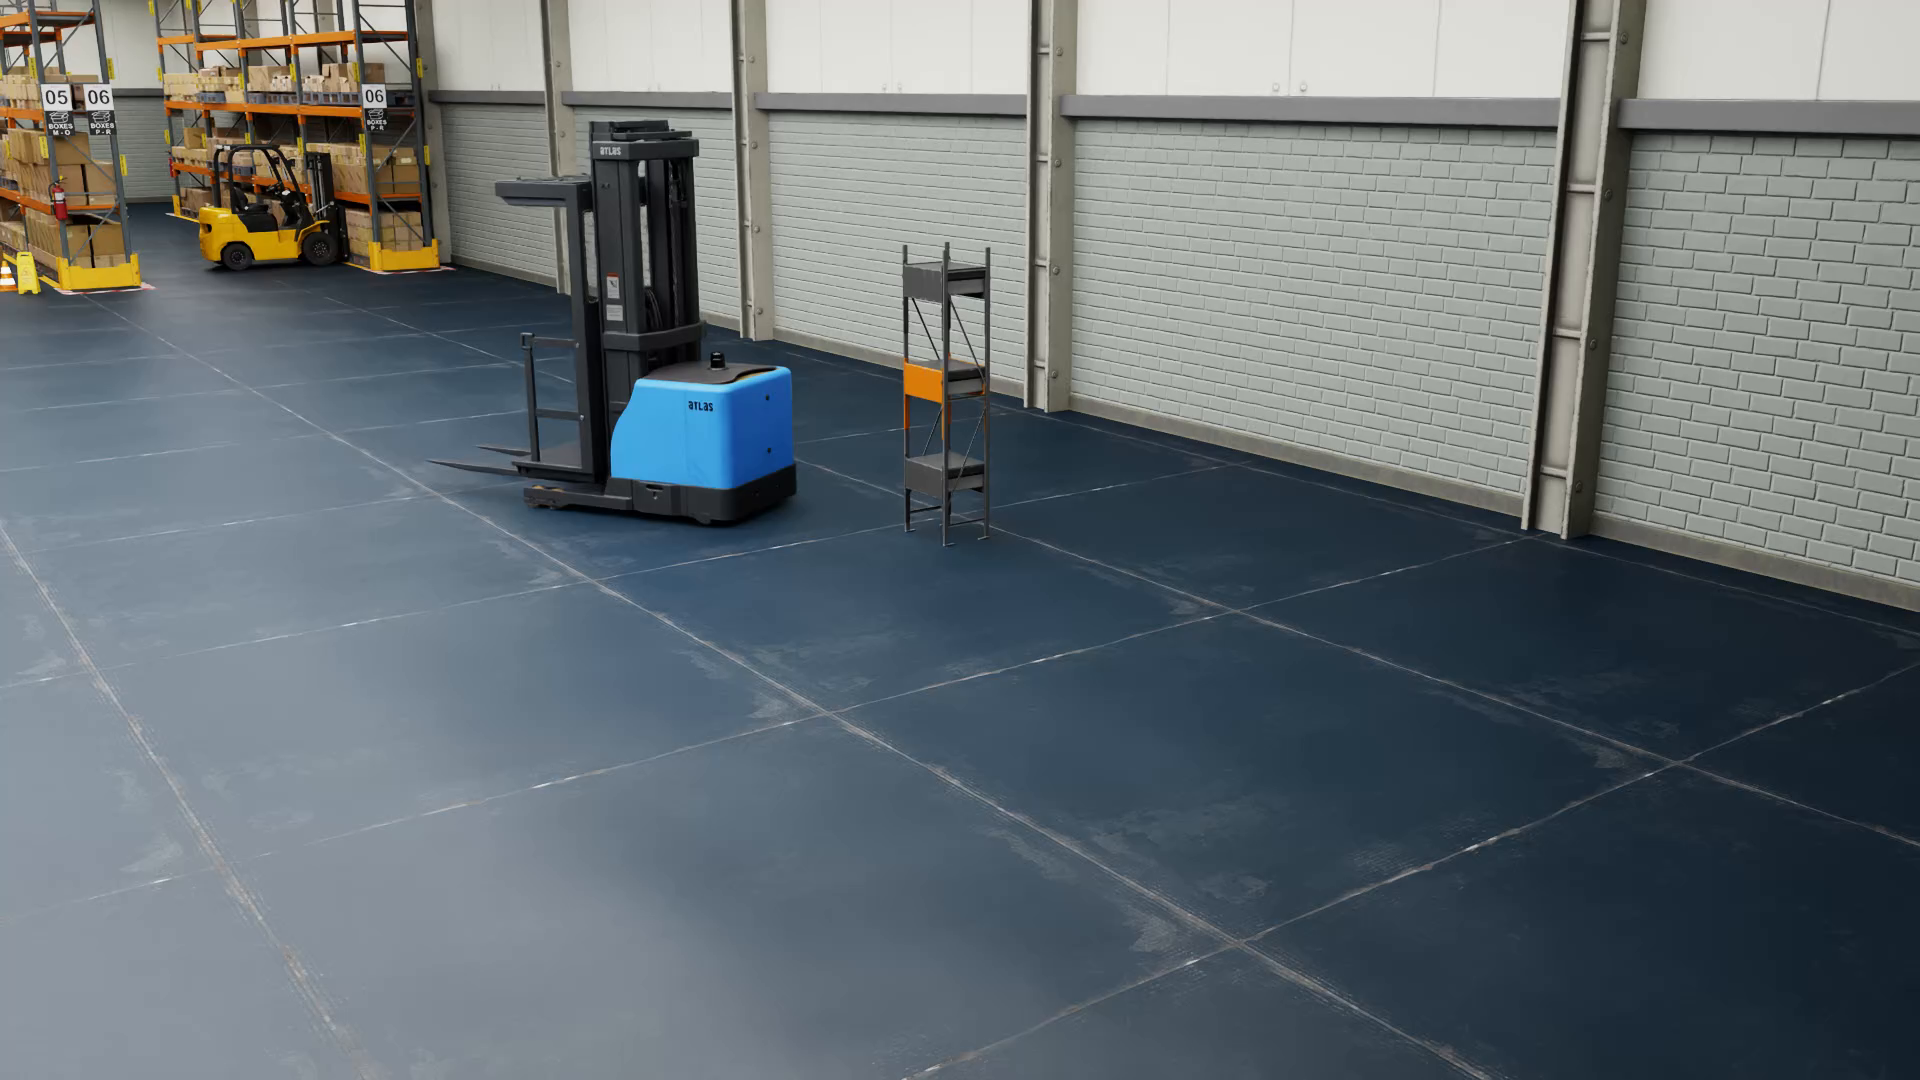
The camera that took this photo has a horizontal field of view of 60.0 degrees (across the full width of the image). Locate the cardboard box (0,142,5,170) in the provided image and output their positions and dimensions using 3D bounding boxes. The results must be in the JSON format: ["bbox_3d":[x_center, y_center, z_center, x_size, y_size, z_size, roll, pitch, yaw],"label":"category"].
[{"bbox_3d":[-17.733,-7.221,31.230,0.500,0.500,0.500,-12,19,-37],"label":"cardboard box"}]

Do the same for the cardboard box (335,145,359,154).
[{"bbox_3d":[-11.433,-7.284,31.025,0.380,0.149,0.250,-11,19,-34],"label":"cardboard box"}]

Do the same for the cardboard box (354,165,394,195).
[{"bbox_3d":[-10.513,-6.465,29.826,0.500,0.500,0.500,-11,19,-36],"label":"cardboard box"}]

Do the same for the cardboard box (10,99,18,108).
[{"bbox_3d":[-16.285,-7.591,28.924,0.380,0.149,0.250,-11,19,-34],"label":"cardboard box"}]

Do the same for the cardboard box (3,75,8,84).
[{"bbox_3d":[-16.455,-8.028,29.008,0.380,0.149,0.250,-11,19,-36],"label":"cardboard box"}]

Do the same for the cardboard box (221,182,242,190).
[{"bbox_3d":[-16.880,-8.202,38.510,0.380,0.149,0.250,-12,19,-37],"label":"cardboard box"}]

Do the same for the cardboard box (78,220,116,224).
[{"bbox_3d":[-14.600,-5.150,28.204,0.500,0.500,0.500,-12,19,-37],"label":"cardboard box"}]

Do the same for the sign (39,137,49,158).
[{"bbox_3d":[-14.485,-6.210,26.292,0.100,0.325,0.005,-11,19,-35],"label":"sign"}]

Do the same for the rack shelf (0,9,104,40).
[{"bbox_3d":[-15.200,-8.553,27.650,1.077,0.370,4.000,-11,19,-35],"label":"rack shelf"}]

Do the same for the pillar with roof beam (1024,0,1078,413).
[{"bbox_3d":[-2.591,-5.023,13.382,9.100,9.000,0.400,-11,19,-35],"label":"pillar with roof beam"}]

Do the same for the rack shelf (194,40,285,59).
[{"bbox_3d":[-15.891,-10.842,36.762,1.077,0.370,4.000,-11,19,-35],"label":"rack shelf"}]

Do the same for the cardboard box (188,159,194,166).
[{"bbox_3d":[-18.559,-9.199,40.481,0.380,0.149,0.250,-10,18,-33],"label":"cardboard box"}]

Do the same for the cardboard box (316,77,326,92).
[{"bbox_3d":[-11.736,-8.475,30.948,0.396,0.266,0.258,-11,19,-36],"label":"cardboard box"}]

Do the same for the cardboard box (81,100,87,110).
[{"bbox_3d":[-13.957,-7.028,26.866,0.380,0.149,0.250,-11,19,-34],"label":"cardboard box"}]

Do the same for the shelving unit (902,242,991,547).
[{"bbox_3d":[-0.097,-1.048,11.928,0.431,2.100,0.503,-11,19,-35],"label":"shelving unit"}]

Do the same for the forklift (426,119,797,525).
[{"bbox_3d":[-2.856,-1.768,12.983,3.031,2.935,1.130,7,17,23],"label":"forklift"}]

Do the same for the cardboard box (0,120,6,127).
[{"bbox_3d":[-21.056,-9.095,36.311,0.380,0.149,0.250,-11,19,-35],"label":"cardboard box"}]

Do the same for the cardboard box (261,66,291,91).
[{"bbox_3d":[-13.888,-9.397,33.870,0.500,0.500,0.500,-10,18,-33],"label":"cardboard box"}]

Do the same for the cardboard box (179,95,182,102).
[{"bbox_3d":[-18.597,-10.648,40.092,0.380,0.149,0.250,-11,19,-34],"label":"cardboard box"}]

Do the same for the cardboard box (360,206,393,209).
[{"bbox_3d":[-11.019,-6.168,31.450,0.500,0.250,0.500,-11,19,-36],"label":"cardboard box"}]

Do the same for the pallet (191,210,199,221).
[{"bbox_3d":[-18.192,-7.977,40.823,1.003,0.211,1.213,-11,19,-35],"label":"pallet"}]

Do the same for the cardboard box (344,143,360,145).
[{"bbox_3d":[-11.651,-7.575,32.091,0.380,0.149,0.250,-11,19,-35],"label":"cardboard box"}]

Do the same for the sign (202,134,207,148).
[{"bbox_3d":[-17.502,-9.247,38.538,0.100,0.325,0.005,-11,19,-35],"label":"sign"}]

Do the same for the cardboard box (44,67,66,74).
[{"bbox_3d":[-16.697,-8.545,30.476,0.500,0.250,0.500,-11,19,-36],"label":"cardboard box"}]

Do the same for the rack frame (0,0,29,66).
[{"bbox_3d":[-18.728,-10.183,32.236,1.000,3.000,0.127,-11,19,-35],"label":"rack frame"}]

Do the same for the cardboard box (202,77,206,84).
[{"bbox_3d":[-16.917,-10.396,37.624,0.380,0.149,0.250,-11,19,-36],"label":"cardboard box"}]

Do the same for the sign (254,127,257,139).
[{"bbox_3d":[-16.620,-9.560,39.131,0.100,0.325,0.005,-11,19,-35],"label":"sign"}]

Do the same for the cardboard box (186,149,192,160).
[{"bbox_3d":[-18.455,-9.380,40.387,0.500,0.250,0.500,-11,19,-36],"label":"cardboard box"}]

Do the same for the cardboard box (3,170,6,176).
[{"bbox_3d":[-18.075,-7.040,31.797,0.380,0.149,0.250,-10,18,-31],"label":"cardboard box"}]

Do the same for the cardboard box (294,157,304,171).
[{"bbox_3d":[-12.859,-7.441,32.917,0.500,0.250,0.500,-11,19,-36],"label":"cardboard box"}]

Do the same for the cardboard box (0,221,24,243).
[{"bbox_3d":[-18.404,-6.102,32.873,0.950,0.372,0.625,-12,20,-38],"label":"cardboard box"}]

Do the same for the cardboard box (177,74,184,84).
[{"bbox_3d":[-18.463,-11.070,39.933,0.500,0.250,0.500,-10,18,-33],"label":"cardboard box"}]

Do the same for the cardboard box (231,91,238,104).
[{"bbox_3d":[-15.510,-9.614,36.124,0.500,0.250,0.500,-11,19,-34],"label":"cardboard box"}]

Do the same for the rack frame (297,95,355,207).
[{"bbox_3d":[-12.363,-7.207,32.725,1.000,3.000,0.127,-11,19,-35],"label":"rack frame"}]

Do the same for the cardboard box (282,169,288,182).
[{"bbox_3d":[-13.438,-7.419,33.783,0.500,0.250,0.500,-11,19,-34],"label":"cardboard box"}]

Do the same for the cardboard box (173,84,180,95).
[{"bbox_3d":[-18.773,-10.933,40.379,0.500,0.250,0.500,-12,19,-36],"label":"cardboard box"}]

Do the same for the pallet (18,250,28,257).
[{"bbox_3d":[-16.835,-5.256,30.882,1.003,0.211,1.213,-11,19,-35],"label":"pallet"}]

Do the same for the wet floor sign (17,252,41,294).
[{"bbox_3d":[-14.778,-4.239,26.342,0.267,0.644,0.232,-4,16,-15],"label":"wet floor sign"}]

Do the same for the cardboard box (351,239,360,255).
[{"bbox_3d":[-10.828,-5.388,30.492,0.500,0.250,0.500,-11,19,-35],"label":"cardboard box"}]

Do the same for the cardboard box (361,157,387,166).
[{"bbox_3d":[-10.442,-6.744,29.617,0.380,0.149,0.250,-11,19,-34],"label":"cardboard box"}]

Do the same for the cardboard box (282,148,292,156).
[{"bbox_3d":[-13.519,-7.874,33.747,0.380,0.149,0.250,-11,19,-34],"label":"cardboard box"}]

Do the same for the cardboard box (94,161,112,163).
[{"bbox_3d":[-14.386,-6.027,27.663,0.500,0.500,0.500,-10,18,-33],"label":"cardboard box"}]

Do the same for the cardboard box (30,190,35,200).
[{"bbox_3d":[-15.706,-5.923,28.509,0.380,0.149,0.250,-11,19,-34],"label":"cardboard box"}]

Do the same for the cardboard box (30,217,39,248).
[{"bbox_3d":[-15.923,-5.393,29.091,0.500,0.500,0.500,-10,18,-32],"label":"cardboard box"}]

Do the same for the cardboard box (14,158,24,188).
[{"bbox_3d":[-16.343,-6.490,29.353,0.500,0.500,0.500,-11,19,-35],"label":"cardboard box"}]

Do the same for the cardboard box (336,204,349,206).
[{"bbox_3d":[-12.040,-6.302,31.940,0.500,0.250,0.500,-11,19,-34],"label":"cardboard box"}]

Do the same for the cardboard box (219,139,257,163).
[{"bbox_3d":[-16.198,-8.750,37.377,0.700,0.500,0.500,-11,19,-35],"label":"cardboard box"}]

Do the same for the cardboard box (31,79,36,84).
[{"bbox_3d":[-14.747,-7.431,26.826,0.380,0.149,0.250,-11,19,-35],"label":"cardboard box"}]

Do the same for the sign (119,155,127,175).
[{"bbox_3d":[-13.585,-6.083,26.980,0.100,0.325,0.005,-11,19,-35],"label":"sign"}]

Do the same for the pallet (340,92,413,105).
[{"bbox_3d":[-10.406,-7.912,29.786,1.003,0.211,1.213,-11,19,-35],"label":"pallet"}]

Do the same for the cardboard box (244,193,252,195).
[{"bbox_3d":[-15.781,-7.670,37.128,0.380,0.149,0.250,-11,19,-35],"label":"cardboard box"}]
